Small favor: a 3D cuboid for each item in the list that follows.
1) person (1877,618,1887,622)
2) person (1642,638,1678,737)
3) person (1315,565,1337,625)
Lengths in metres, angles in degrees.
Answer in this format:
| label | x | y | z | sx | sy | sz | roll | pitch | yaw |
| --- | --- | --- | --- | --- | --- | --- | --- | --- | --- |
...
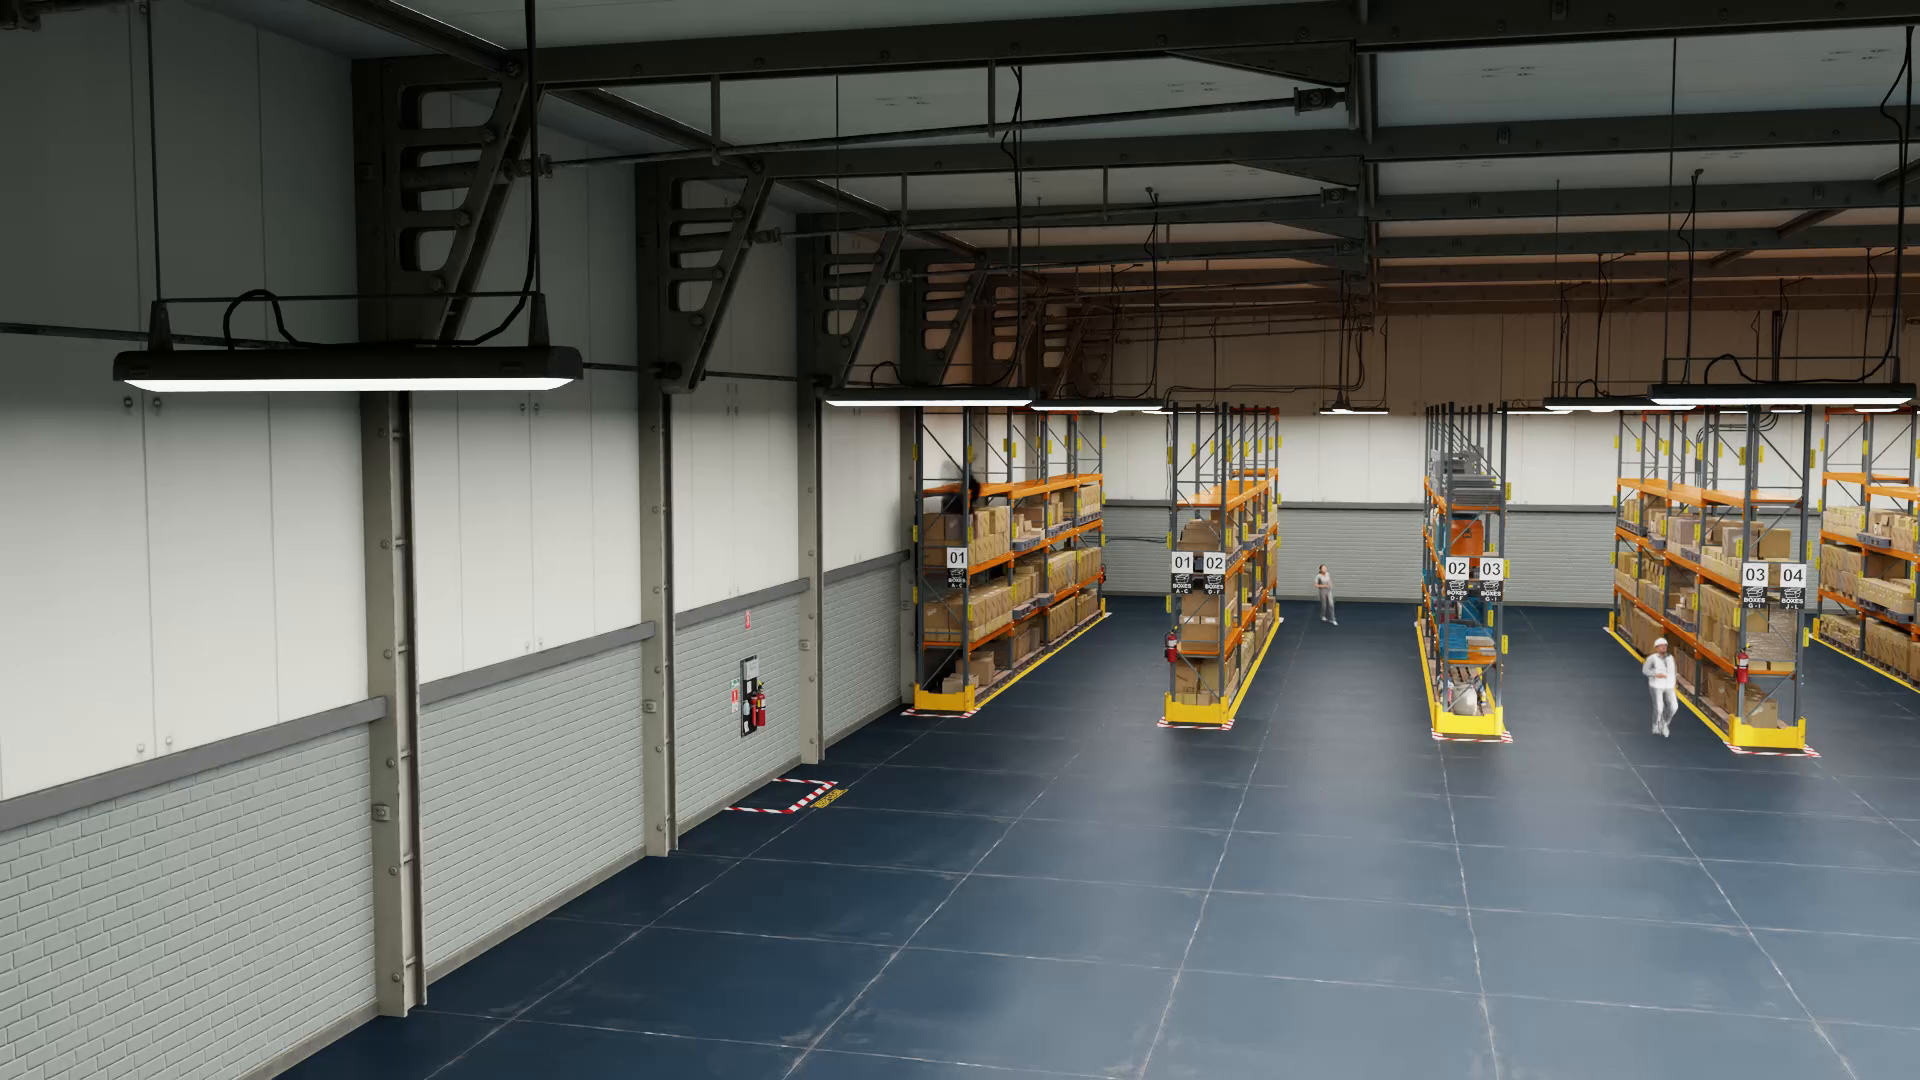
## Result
| label | x | y | z | sx | sy | sz | roll | pitch | yaw |
| --- | --- | --- | --- | --- | --- | --- | --- | --- | --- |
| person | 24.085 | 1.650 | 43.640 | 0.753 | 1.644 | 1.074 | -1 | 4 | -10 |
| person | 12.585 | 2.646 | 29.810 | 0.715 | 1.775 | 0.586 | 0 | 4 | -3 |
| person | 10.075 | 1.515 | 46.111 | 0.583 | 1.674 | 0.850 | -1 | 4 | -15 |
